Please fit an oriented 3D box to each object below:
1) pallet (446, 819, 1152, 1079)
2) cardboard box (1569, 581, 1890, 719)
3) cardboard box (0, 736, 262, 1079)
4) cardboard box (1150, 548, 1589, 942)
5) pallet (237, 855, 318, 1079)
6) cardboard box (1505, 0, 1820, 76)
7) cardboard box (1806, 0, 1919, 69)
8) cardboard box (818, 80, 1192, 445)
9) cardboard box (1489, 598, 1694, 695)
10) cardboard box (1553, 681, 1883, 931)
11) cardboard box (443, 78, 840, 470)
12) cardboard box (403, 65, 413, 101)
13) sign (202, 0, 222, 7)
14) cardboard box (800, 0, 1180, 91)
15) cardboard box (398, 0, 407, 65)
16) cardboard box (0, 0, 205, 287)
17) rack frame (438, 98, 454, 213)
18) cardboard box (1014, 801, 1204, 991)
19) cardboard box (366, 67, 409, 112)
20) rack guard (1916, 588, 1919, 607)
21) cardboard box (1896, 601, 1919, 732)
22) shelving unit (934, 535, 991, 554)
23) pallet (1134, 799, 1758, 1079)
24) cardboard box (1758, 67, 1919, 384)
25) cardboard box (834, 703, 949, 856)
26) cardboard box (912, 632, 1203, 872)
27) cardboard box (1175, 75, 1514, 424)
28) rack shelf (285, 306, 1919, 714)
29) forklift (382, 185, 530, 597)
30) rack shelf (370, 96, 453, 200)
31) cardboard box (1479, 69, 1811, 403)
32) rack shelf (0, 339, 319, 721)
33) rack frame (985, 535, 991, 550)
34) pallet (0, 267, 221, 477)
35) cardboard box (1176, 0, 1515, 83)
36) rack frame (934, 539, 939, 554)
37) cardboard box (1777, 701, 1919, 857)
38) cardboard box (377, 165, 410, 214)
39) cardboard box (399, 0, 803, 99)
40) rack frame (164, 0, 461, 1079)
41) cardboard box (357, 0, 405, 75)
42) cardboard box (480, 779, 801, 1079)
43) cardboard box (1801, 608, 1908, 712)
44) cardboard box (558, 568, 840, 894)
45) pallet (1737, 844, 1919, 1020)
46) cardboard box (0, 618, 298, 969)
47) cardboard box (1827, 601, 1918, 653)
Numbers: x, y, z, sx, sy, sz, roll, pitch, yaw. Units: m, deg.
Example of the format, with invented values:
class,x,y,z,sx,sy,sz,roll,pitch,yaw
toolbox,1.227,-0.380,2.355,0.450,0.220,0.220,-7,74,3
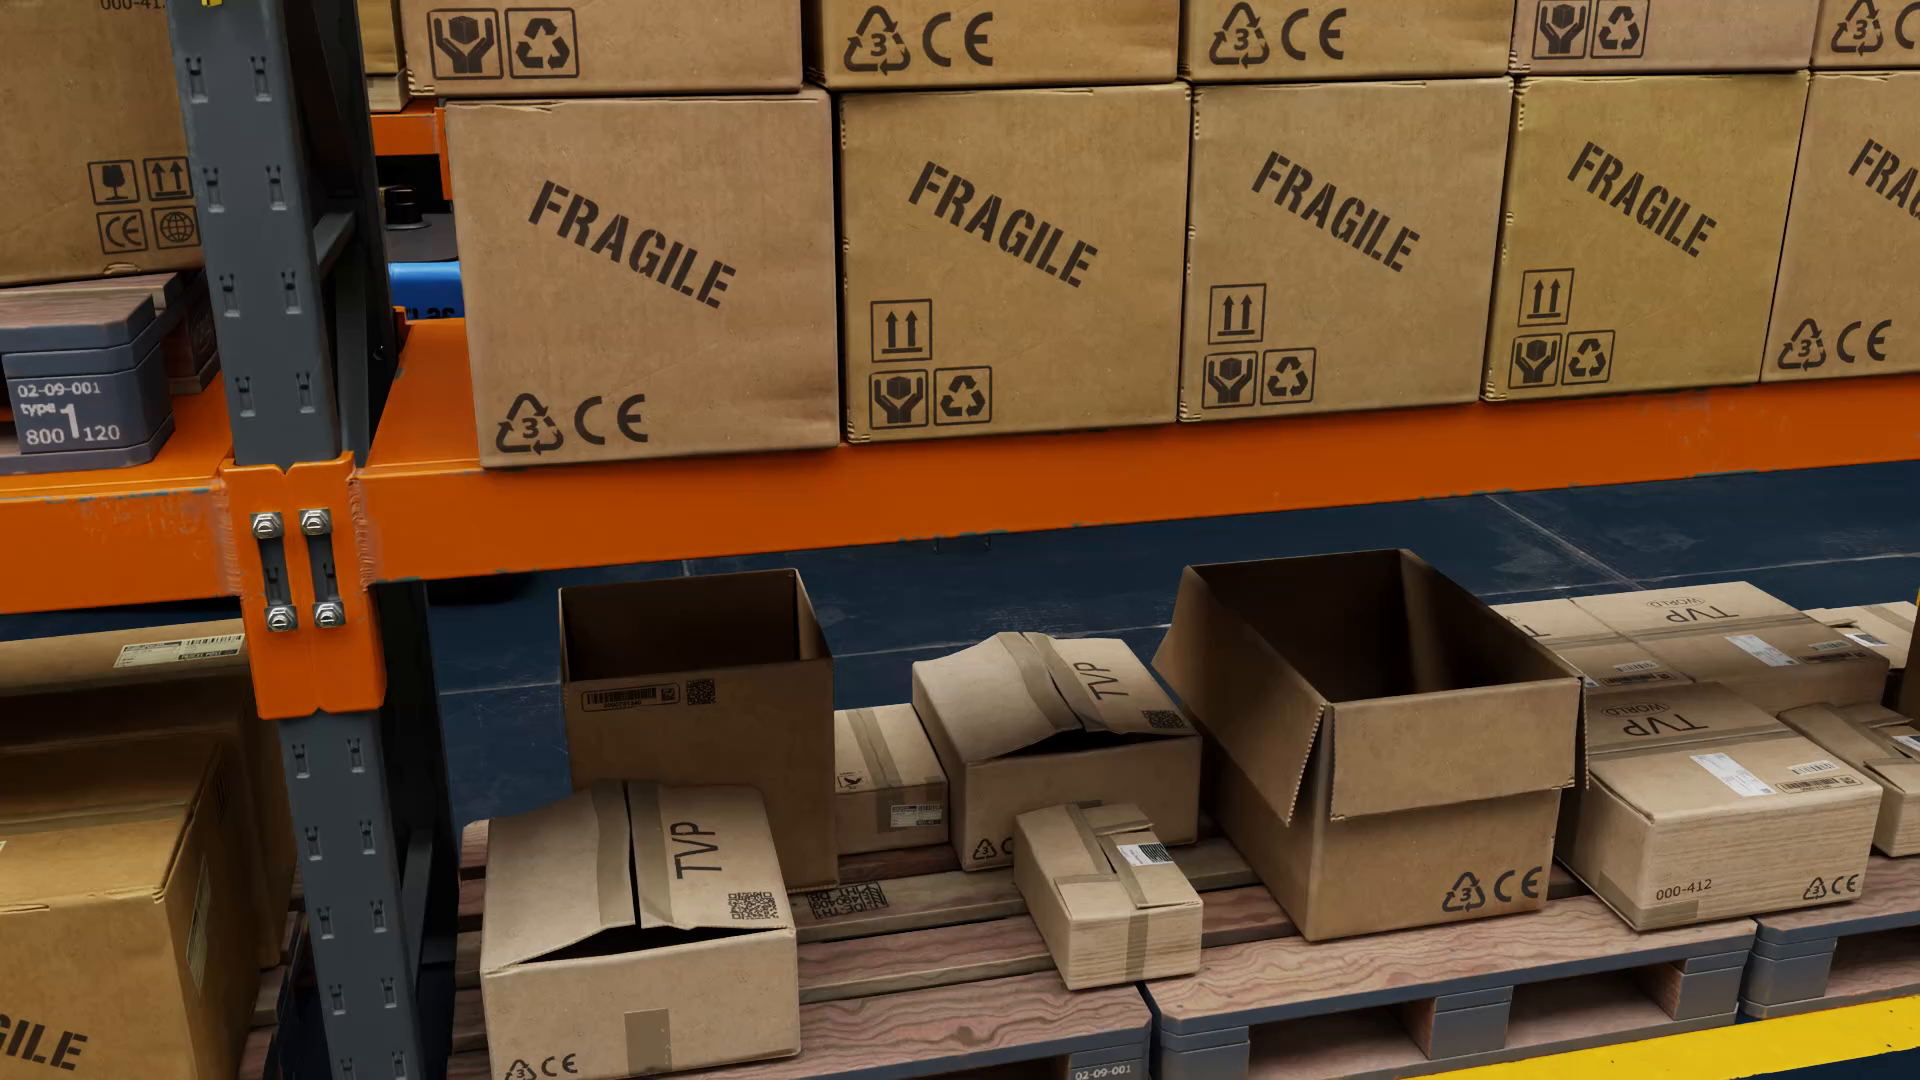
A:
class,x,y,z,sx,sy,sz,roll,pitch,yaw
pallet,-0.357,0.821,3.268,1.213,0.211,1.003,-5,21,-12
cardboard box,1.786,0.321,3.936,0.500,0.250,0.500,-5,21,-12
cardboard box,-1.440,0.667,2.626,0.500,0.500,0.500,-5,21,-13
cardboard box,0.801,0.380,3.405,0.637,0.503,0.797,-5,21,-12
pallet,-1.809,0.952,2.910,1.213,0.211,1.003,-5,21,-12
cardboard box,1.002,-1.017,2.631,0.500,0.500,0.500,-4,20,-11
cardboard box,1.502,-1.058,2.742,0.500,0.500,0.500,-4,21,-11
cardboard box,0.030,-0.472,2.598,0.500,0.500,0.500,-4,21,-12
cardboard box,1.299,0.360,3.828,0.500,0.250,0.500,-5,21,-12
cardboard box,1.463,0.524,3.382,0.500,0.250,0.500,-5,21,-12
cardboard box,-0.467,-0.431,2.484,0.500,0.500,0.500,-4,21,-11
cardboard box,-2.541,-2.024,7.315,0.250,0.149,0.380,-5,21,-14
sign,-0.895,-0.793,1.935,0.005,0.325,0.100,-5,21,-12
cardboard box,-0.001,-0.935,2.408,0.500,0.500,0.500,-5,21,-14
cardboard box,-2.675,-2.337,7.225,0.500,0.500,0.500,-5,21,-14
cardboard box,-1.538,-0.716,2.653,0.500,0.500,0.700,-13,24,-31
rack frame,-2.169,-2.093,7.166,0.127,3.000,1.000,-5,21,-12
cardboard box,0.272,0.656,3.141,0.250,0.166,0.380,-5,21,-12
cardboard box,-2.433,-1.862,6.874,0.250,0.149,0.380,-4,21,-12
rack guard,2.793,0.428,3.918,0.348,0.500,1.175,-5,21,-12
cardboard box,2.394,0.341,3.516,0.500,0.500,0.500,-5,21,-12
shelving unit,-0.014,-0.562,5.605,0.189,1.200,0.258,-5,21,-12
pallet,0.832,0.723,3.535,1.213,0.211,1.003,-5,21,-12
cardboard box,1.503,-0.592,2.924,0.500,0.500,0.500,-4,21,-12
cardboard box,-0.186,0.508,3.573,0.250,0.149,0.380,-5,21,-12
cardboard box,0.193,0.422,3.572,0.500,0.311,0.500,-5,21,-12
cardboard box,0.518,-0.511,2.704,0.500,0.500,0.500,-5,21,-13
rack shelf,0.920,-0.255,3.196,4.000,0.370,1.077,-5,21,-12
forklift,-2.903,-1.336,5.199,3.031,2.935,1.130,-1,20,-2
rack shelf,-4.116,-1.596,6.858,4.000,0.370,1.077,-5,21,-12
cardboard box,1.012,-0.552,2.815,0.500,0.500,0.500,-5,21,-13
rack shelf,-2.972,0.061,2.332,4.000,0.370,1.077,-5,21,-12
rack frame,0.075,-0.569,5.625,0.006,1.200,0.240,-5,21,-12
pallet,-1.829,-0.318,2.601,1.213,0.211,1.003,-5,21,-12
cardboard box,0.500,-0.976,2.518,0.500,0.500,0.500,-5,21,-14
rack frame,-0.103,-0.555,5.585,0.006,1.200,0.240,-5,21,-12
cardboard box,1.979,0.500,3.569,0.250,0.166,0.380,-5,21,-12
cardboard box,-2.772,-1.185,7.204,0.750,0.750,0.750,-4,21,-12
cardboard box,-0.503,-0.894,2.296,0.500,0.500,0.500,-4,21,-11
rack frame,-1.026,-0.435,2.640,0.127,3.000,1.000,-5,21,-12
cardboard box,-2.561,-2.168,6.764,0.500,0.500,0.500,-5,21,-13
cardboard box,-0.568,0.660,2.920,0.500,0.311,0.500,-5,21,-12
cardboard box,2.137,0.310,4.086,0.250,0.166,0.380,-5,21,-12
cardboard box,-0.537,0.392,3.377,0.500,0.500,0.500,-5,21,-12
pallet,2.017,0.628,3.795,1.213,0.211,1.003,-5,21,-12
cardboard box,-1.553,0.489,3.113,0.500,0.500,0.500,-6,21,-15
cardboard box,2.380,0.299,4.143,0.250,0.149,0.380,-5,21,-12
